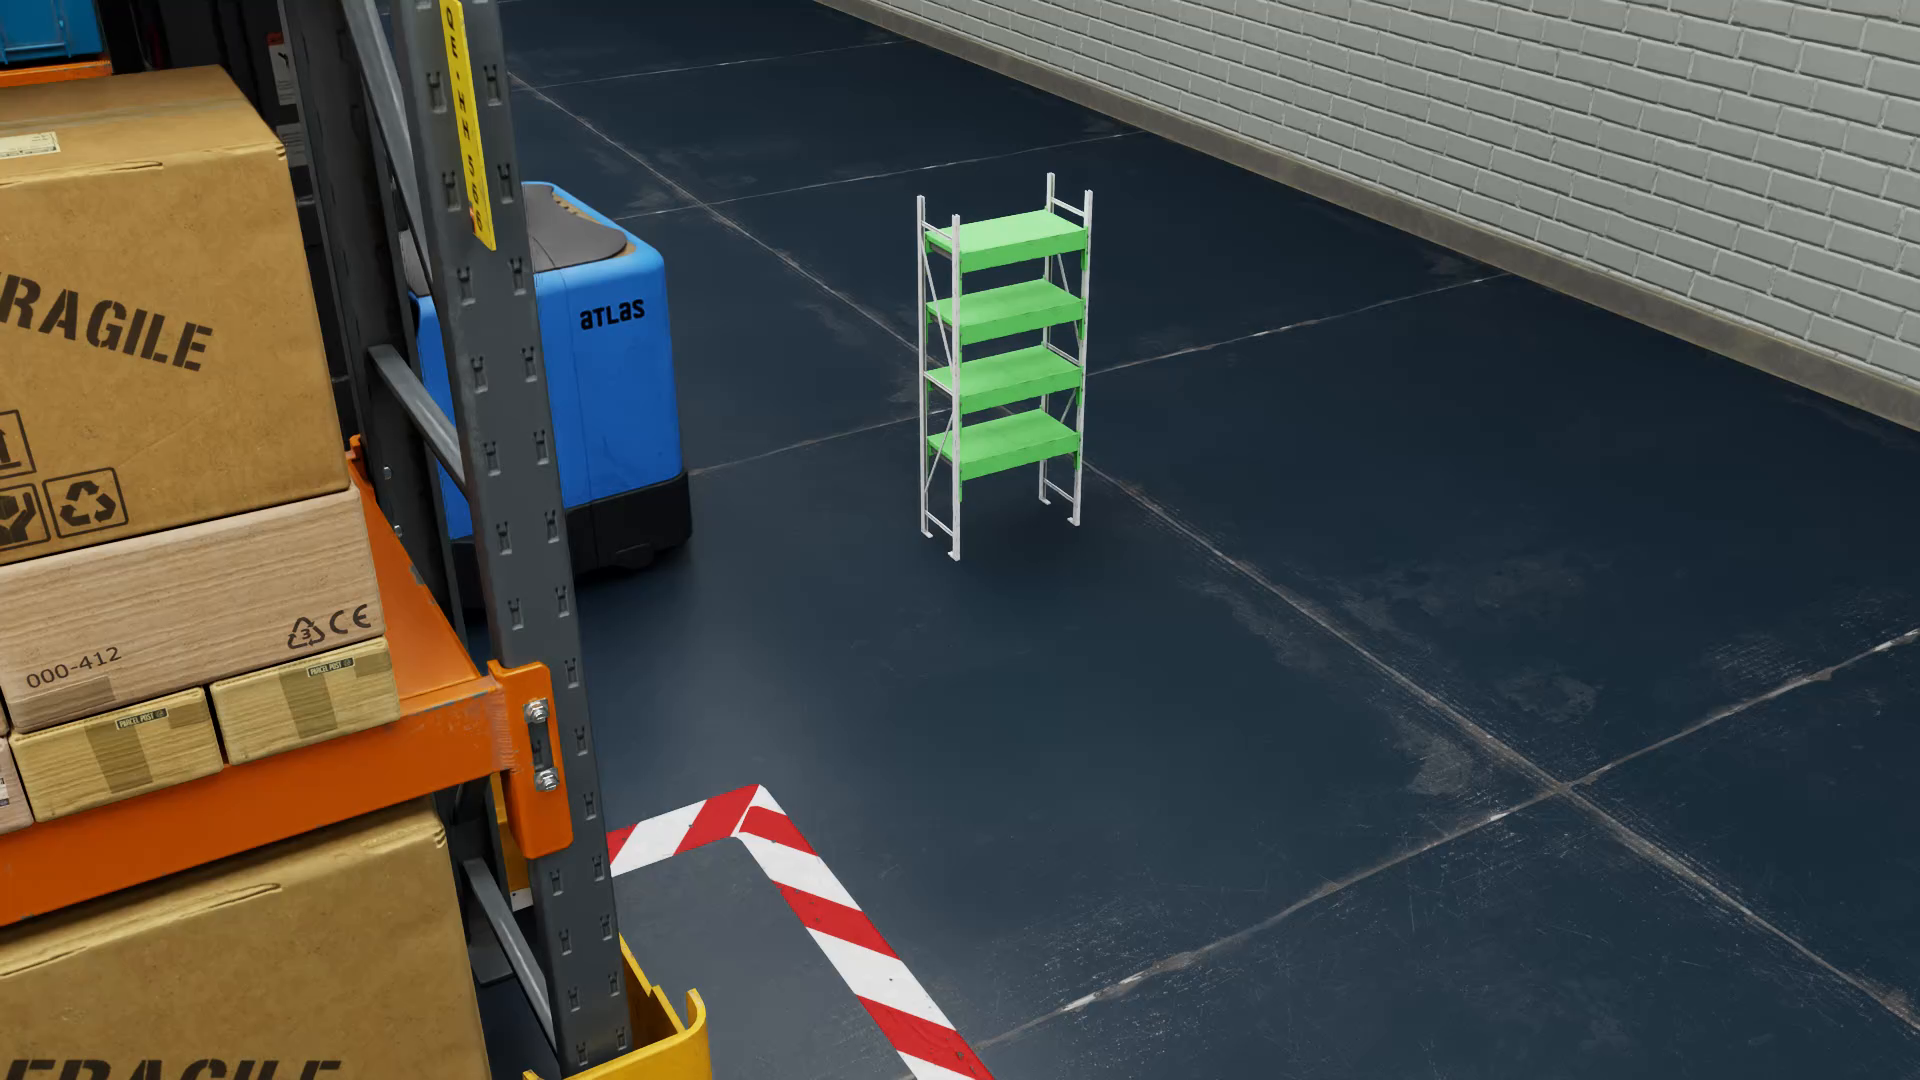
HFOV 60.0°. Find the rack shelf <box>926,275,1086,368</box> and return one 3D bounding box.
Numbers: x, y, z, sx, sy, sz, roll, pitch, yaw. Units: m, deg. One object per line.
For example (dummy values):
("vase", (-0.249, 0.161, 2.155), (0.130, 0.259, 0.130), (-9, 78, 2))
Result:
("rack shelf", (0.143, -0.720, 5.448), (0.480, 0.148, 0.258), (-16, 33, -26))

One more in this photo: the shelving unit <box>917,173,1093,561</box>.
("shelving unit", (0.143, -0.566, 5.534), (0.503, 1.200, 0.258), (-16, 33, -26))

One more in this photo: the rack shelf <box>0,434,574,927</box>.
("rack shelf", (-2.640, 0.634, 2.241), (4.000, 0.370, 1.077), (-16, 33, -26))

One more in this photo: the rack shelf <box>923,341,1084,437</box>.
("rack shelf", (0.143, -0.510, 5.564), (0.480, 0.148, 0.258), (-16, 33, -26))

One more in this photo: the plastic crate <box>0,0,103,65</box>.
("plastic crate", (-3.619, -2.116, 6.381), (0.499, 0.435, 0.616), (-16, 33, -26))

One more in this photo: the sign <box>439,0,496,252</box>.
("sign", (-0.653, -0.552, 2.202), (0.005, 0.325, 0.100), (-16, 33, -26))

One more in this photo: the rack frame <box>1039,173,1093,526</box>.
("rack frame", (0.353, -0.626, 5.642), (0.015, 1.200, 0.240), (-16, 33, -26))

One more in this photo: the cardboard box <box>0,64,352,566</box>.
("cardboard box", (-1.203, -0.335, 2.323), (0.500, 0.500, 0.500), (-15, 32, -26))

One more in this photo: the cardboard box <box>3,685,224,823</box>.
("cardboard box", (-1.279, 0.228, 2.492), (0.250, 0.149, 0.380), (-15, 32, -26))

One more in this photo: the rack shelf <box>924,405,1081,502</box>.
("rack shelf", (0.143, -0.300, 5.680), (0.480, 0.148, 0.258), (-16, 33, -26))

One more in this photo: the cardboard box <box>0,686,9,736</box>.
("cardboard box", (-1.637, 0.118, 2.279), (0.500, 0.250, 0.500), (-16, 33, -27))

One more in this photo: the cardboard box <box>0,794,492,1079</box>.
("cardboard box", (-1.427, 0.766, 3.022), (0.875, 0.875, 0.875), (-16, 33, -26))

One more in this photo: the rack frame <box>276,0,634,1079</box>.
("rack frame", (-0.916, -0.171, 2.955), (0.127, 3.000, 1.000), (-16, 33, -26))

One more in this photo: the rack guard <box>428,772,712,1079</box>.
("rack guard", (-0.895, 0.918, 3.569), (0.348, 0.500, 1.175), (-16, 33, -26))

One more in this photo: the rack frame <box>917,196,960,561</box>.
("rack frame", (-0.068, -0.506, 5.425), (0.015, 1.200, 0.240), (-16, 33, -26))

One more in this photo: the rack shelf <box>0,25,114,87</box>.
("rack shelf", (-5.149, -1.429, 5.980), (4.000, 0.370, 1.077), (-16, 33, -26))

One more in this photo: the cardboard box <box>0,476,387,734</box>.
("cardboard box", (-1.199, -0.006, 2.504), (0.500, 0.250, 0.500), (-16, 33, -27))

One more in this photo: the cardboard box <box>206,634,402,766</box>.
("cardboard box", (-1.056, 0.164, 2.609), (0.250, 0.149, 0.380), (-15, 32, -25))

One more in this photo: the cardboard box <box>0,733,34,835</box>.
("cardboard box", (-1.497, 0.289, 2.381), (0.250, 0.149, 0.380), (-16, 33, -26))

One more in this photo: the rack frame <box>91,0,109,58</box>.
("rack frame", (-3.425, -2.234, 6.693), (0.127, 3.000, 1.000), (-16, 33, -26))

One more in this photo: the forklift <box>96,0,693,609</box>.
("forklift", (-2.415, -1.028, 4.580), (3.031, 2.935, 1.130), (-18, 34, -29))

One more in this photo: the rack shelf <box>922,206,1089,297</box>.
("rack shelf", (0.143, -0.930, 5.332), (0.480, 0.148, 0.258), (-16, 33, -26))
